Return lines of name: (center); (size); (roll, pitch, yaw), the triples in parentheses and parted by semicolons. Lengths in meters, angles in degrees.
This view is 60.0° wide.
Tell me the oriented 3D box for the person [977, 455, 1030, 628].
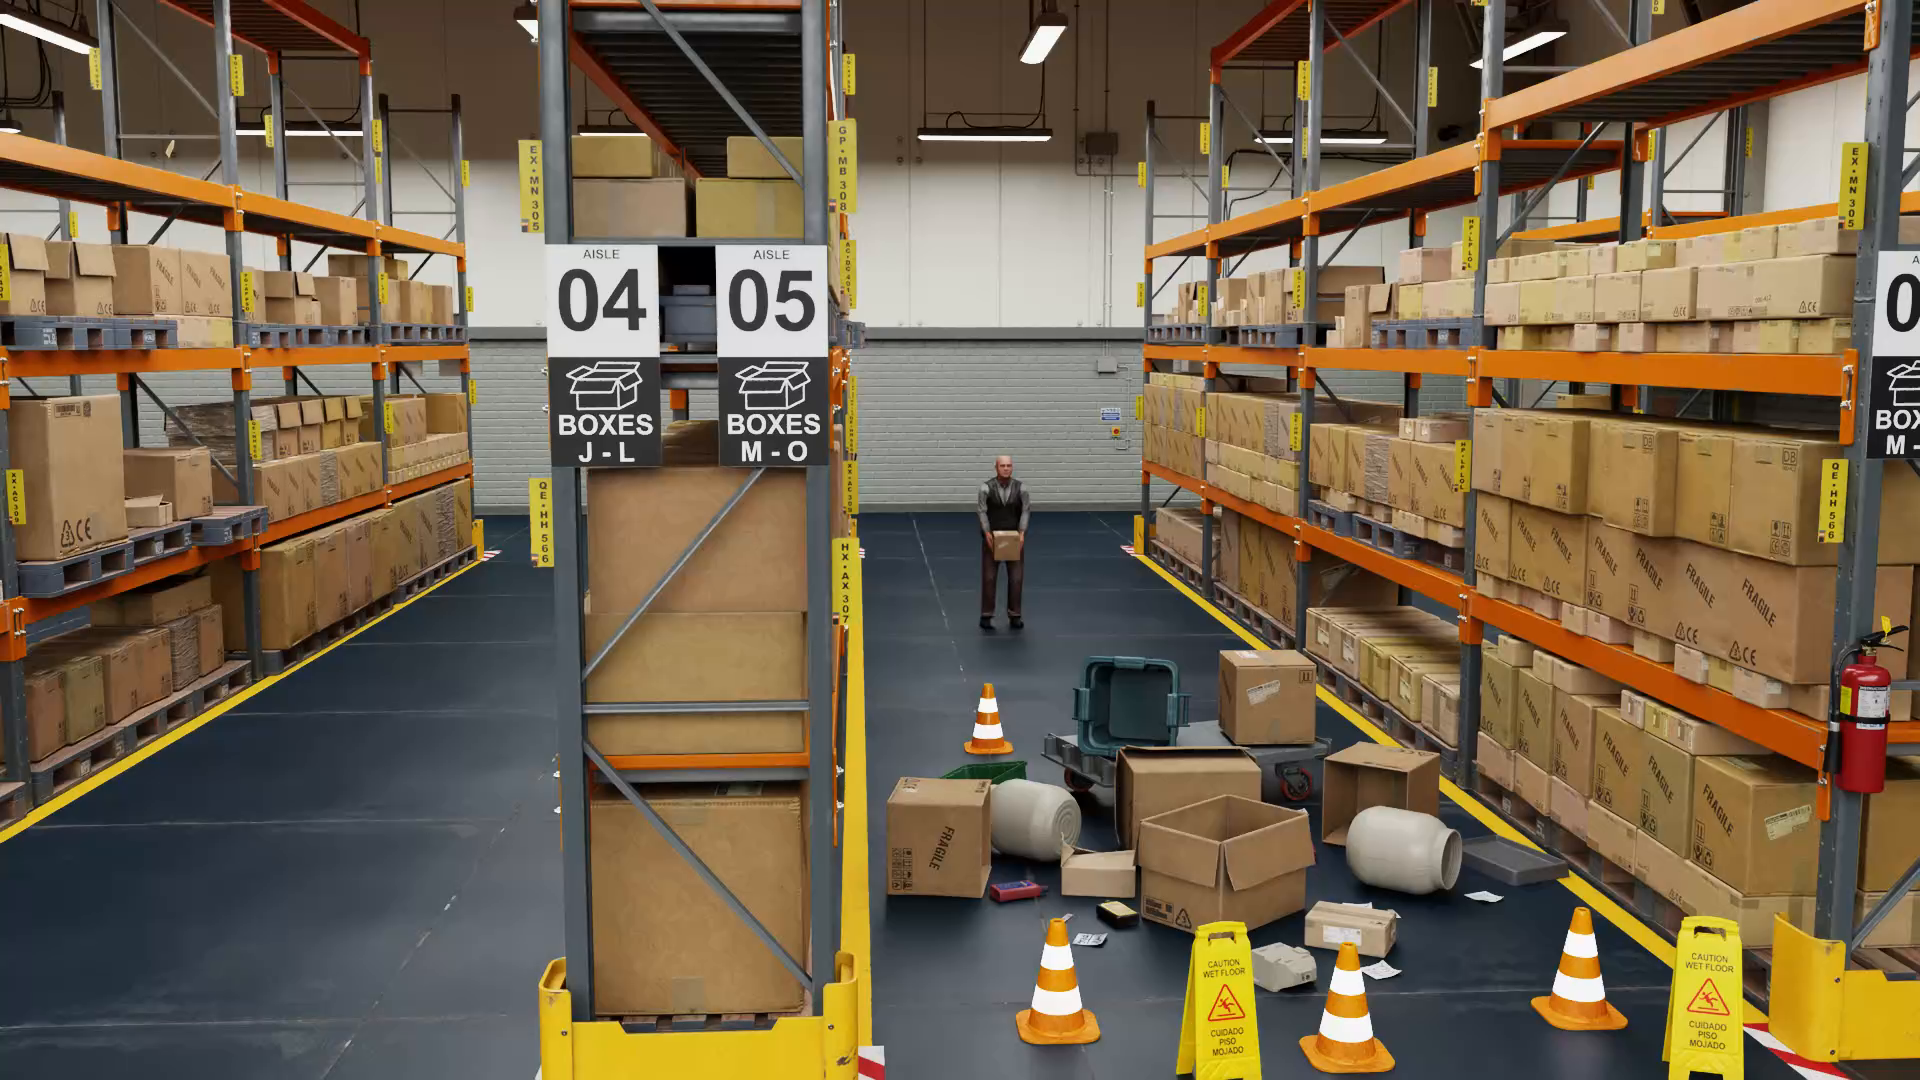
person: (0.442, 0.015, 16.693); (0.542, 1.728, 0.493); (-1, 7, -5)
